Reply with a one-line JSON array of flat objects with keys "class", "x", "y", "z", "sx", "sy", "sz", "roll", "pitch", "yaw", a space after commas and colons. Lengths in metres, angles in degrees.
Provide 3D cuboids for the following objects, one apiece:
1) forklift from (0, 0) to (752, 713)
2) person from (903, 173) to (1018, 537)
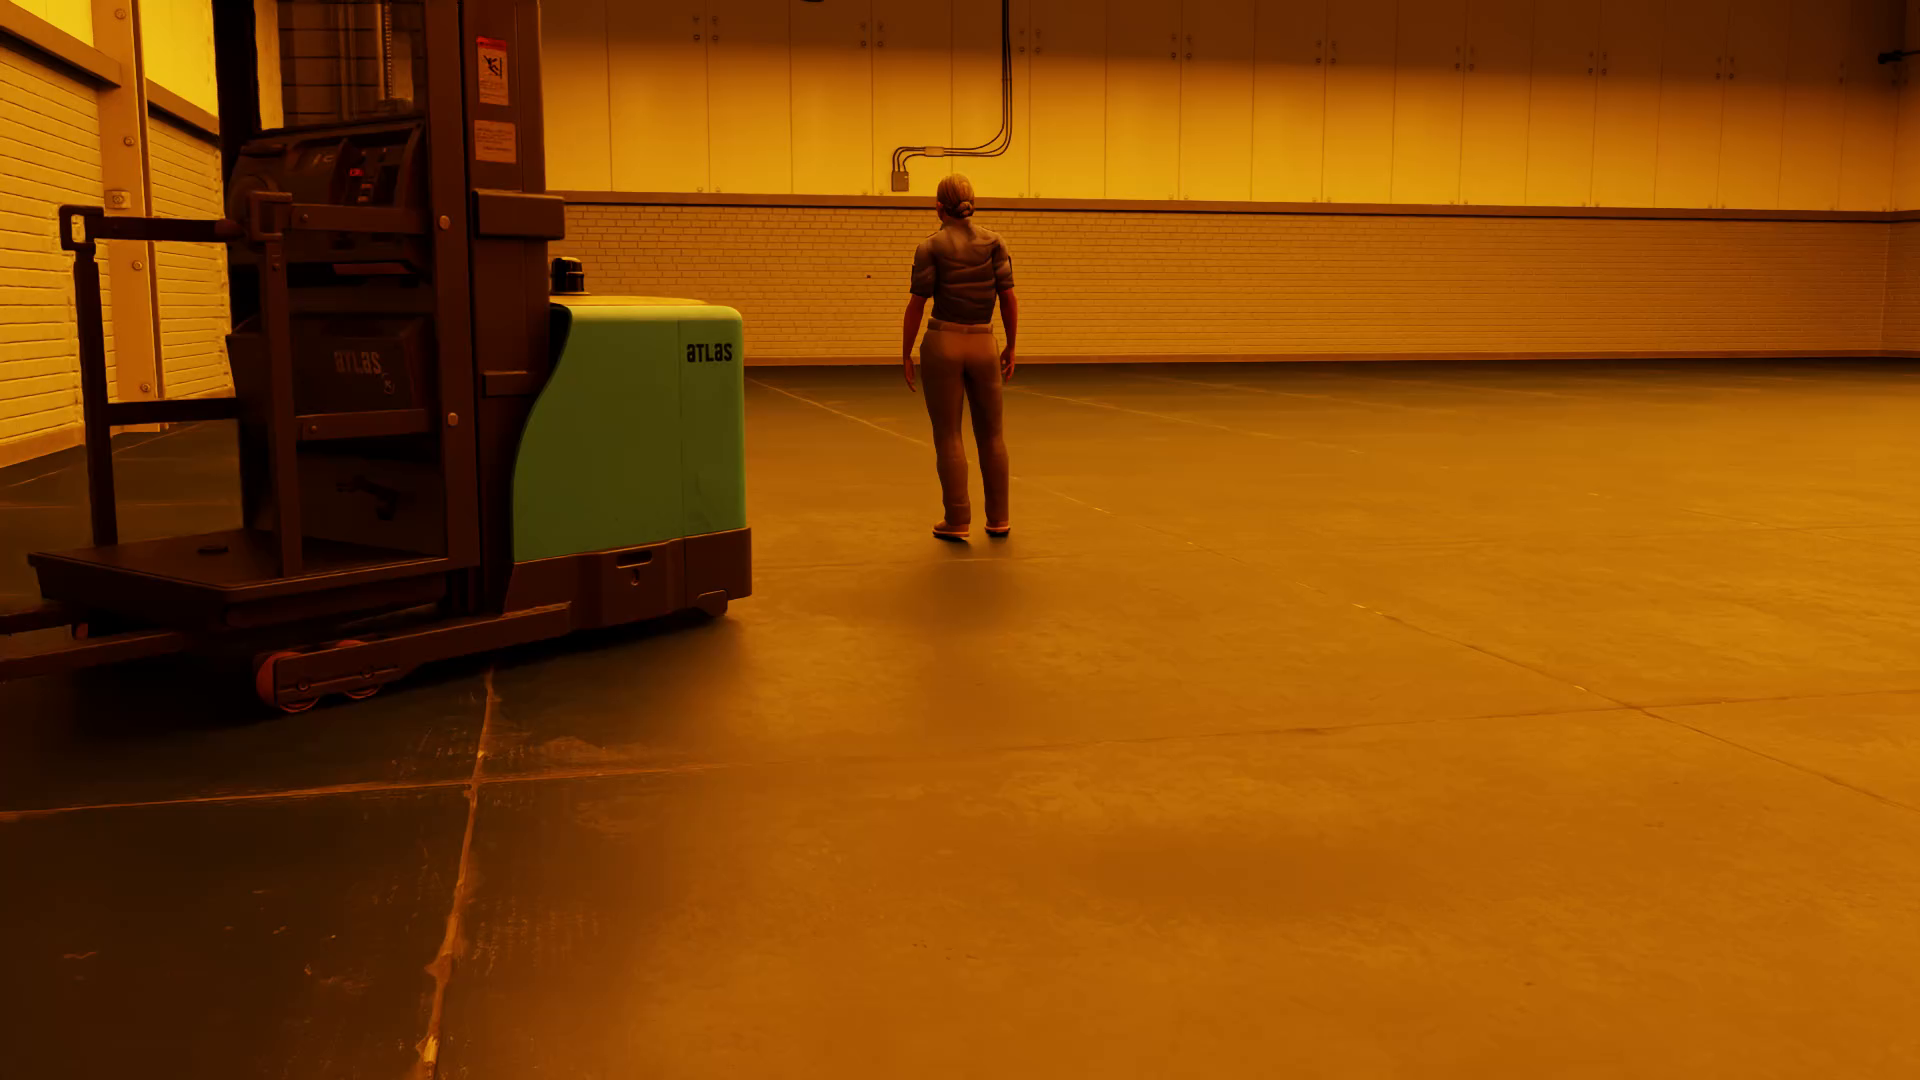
[{"class": "forklift", "x": -2.015, "y": -1.067, "z": 4.763, "sx": 1.130, "sy": 2.935, "sz": 3.031, "roll": 6, "pitch": 10, "yaw": 36}, {"class": "person", "x": -0.001, "y": -0.838, "z": 7.680, "sx": 0.570, "sy": 1.654, "sz": 0.504, "roll": -2, "pitch": 8, "yaw": -13}]
